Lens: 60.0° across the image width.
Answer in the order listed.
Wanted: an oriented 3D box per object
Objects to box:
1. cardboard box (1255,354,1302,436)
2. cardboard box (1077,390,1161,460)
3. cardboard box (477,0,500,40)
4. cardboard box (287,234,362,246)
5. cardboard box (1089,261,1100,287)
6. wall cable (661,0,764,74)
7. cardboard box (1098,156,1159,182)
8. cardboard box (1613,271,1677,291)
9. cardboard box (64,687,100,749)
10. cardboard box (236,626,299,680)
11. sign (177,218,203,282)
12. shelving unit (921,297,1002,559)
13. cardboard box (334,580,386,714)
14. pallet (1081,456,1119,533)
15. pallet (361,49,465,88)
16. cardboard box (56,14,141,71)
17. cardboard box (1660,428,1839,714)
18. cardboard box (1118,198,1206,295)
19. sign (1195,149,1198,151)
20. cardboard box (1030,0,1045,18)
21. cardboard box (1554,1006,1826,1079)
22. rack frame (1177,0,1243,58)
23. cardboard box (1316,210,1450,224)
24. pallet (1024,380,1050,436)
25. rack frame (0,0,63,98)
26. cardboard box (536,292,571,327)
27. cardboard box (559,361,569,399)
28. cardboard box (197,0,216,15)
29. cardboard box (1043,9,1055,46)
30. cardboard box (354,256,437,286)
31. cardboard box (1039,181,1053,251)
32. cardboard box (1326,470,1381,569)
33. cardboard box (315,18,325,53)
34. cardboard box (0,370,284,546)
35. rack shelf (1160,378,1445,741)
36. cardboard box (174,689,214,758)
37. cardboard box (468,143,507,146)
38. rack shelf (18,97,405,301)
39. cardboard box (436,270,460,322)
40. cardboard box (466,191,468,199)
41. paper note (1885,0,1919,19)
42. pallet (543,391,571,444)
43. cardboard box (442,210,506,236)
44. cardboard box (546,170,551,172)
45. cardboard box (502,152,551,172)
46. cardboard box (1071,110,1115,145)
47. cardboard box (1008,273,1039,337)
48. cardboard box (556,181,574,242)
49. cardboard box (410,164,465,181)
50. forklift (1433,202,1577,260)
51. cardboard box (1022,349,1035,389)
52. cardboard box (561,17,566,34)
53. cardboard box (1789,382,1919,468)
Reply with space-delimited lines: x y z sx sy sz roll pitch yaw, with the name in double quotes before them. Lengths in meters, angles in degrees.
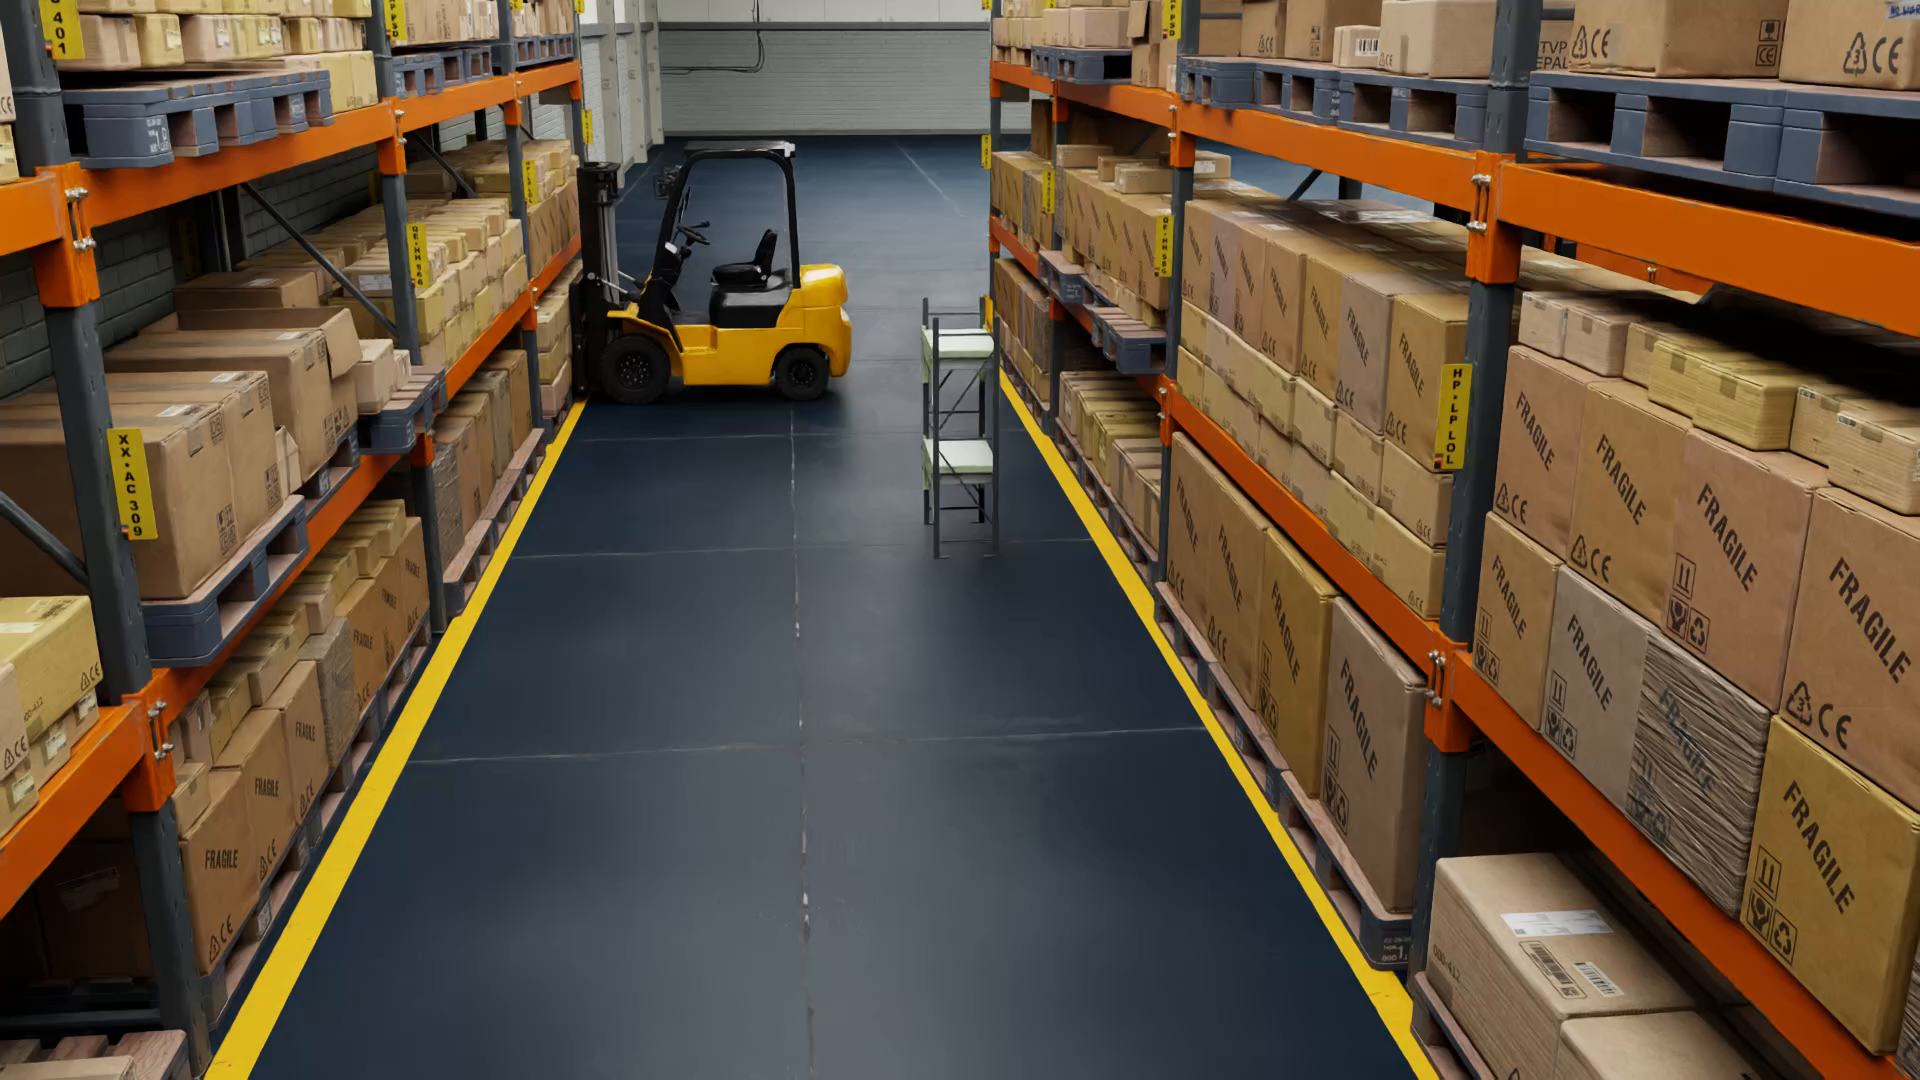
"cardboard box" 1.567 -0.625 7.077 0.500 0.250 0.500 -1 17 -5
"cardboard box" 1.351 -0.839 12.029 0.950 0.372 0.625 -1 17 -2
"cardboard box" -3.403 -3.537 11.209 0.500 0.311 0.500 -2 18 -7
"cardboard box" -3.799 -1.741 9.966 0.380 0.149 0.250 -2 18 -7
"cardboard box" 1.067 -1.780 11.057 0.380 0.149 0.250 -1 17 -4
"wall cable" -7.040 -14.302 46.395 3.097 2.526 0.112 -2 18 -6
"cardboard box" 1.128 -2.491 11.156 0.380 0.149 0.250 -1 17 -3
"cardboard box" 6.135 -1.822 14.320 0.875 0.875 0.875 -2 17 -5
"cardboard box" -2.610 0.482 4.554 0.380 0.149 0.250 -2 17 -5
"cardboard box" -2.864 0.455 6.608 0.380 0.149 0.250 -1 17 -4
"sign" -3.859 -1.451 8.359 0.100 0.325 0.005 -2 18 -6
"shelving unit" -0.001 -0.718 10.459 0.431 1.500 0.755 -2 18 -6
"cardboard box" -2.952 0.500 7.549 0.500 0.500 0.500 -1 17 -3
"pallet" 1.428 -0.336 11.396 1.003 0.211 1.213 -2 18 -6
"pallet" -3.584 -2.790 9.865 1.003 0.211 1.213 -1 17 -3
"cardboard box" -2.530 -1.386 4.627 0.380 0.149 0.250 -2 17 -5
"cardboard box" 1.938 0.049 3.678 0.500 0.500 0.500 -1 17 -5
"cardboard box" 1.242 -1.742 9.853 0.500 0.500 0.500 -2 18 -7
"sign" 1.769 -2.834 12.762 0.100 0.325 0.005 -2 18 -6
"cardboard box" 0.769 -4.271 13.354 0.380 0.149 0.250 -1 17 -4
"cardboard box" 2.093 1.600 4.151 0.875 0.438 0.875 -2 18 -7
"rack frame" 1.630 -3.934 8.183 1.000 3.000 0.127 -2 18 -6
"cardboard box" 2.004 -1.298 7.966 0.500 0.500 0.500 -1 17 -5
"pallet" 1.113 -1.132 13.929 1.003 0.211 1.213 -2 18 -6
"rack frame" -2.895 -2.587 3.895 1.000 3.000 0.127 -2 18 -6
"cardboard box" -3.563 -1.928 14.032 0.500 0.250 0.500 -1 17 -4
"cardboard box" -3.508 -1.302 13.707 0.500 0.250 0.500 -2 18 -7
"cardboard box" -2.624 -1.759 5.319 0.380 0.149 0.250 -2 18 -7
"cardboard box" 0.879 -3.637 11.794 0.500 0.250 0.500 -2 18 -7
"cardboard box" -3.076 -1.458 9.062 0.380 0.149 0.250 -1 17 -4
"cardboard box" 0.924 -2.577 13.215 0.500 0.500 0.500 -2 18 -7
"cardboard box" 1.694 -0.086 6.192 0.500 0.250 0.500 -2 18 -6
"cardboard box" -3.022 -2.212 7.291 0.380 0.149 0.250 -1 17 -4
"cardboard box" -2.775 -0.279 5.688 0.700 0.500 0.500 -2 17 -5
"rack shelf" 1.836 -0.132 7.291 1.077 0.370 4.000 -2 18 -6
"cardboard box" -2.741 0.625 5.572 0.380 0.149 0.250 -3 18 -8
"cardboard box" -4.275 -3.536 15.184 0.380 0.149 0.250 -1 17 -5
"rack shelf" -3.101 -1.409 6.350 1.077 0.370 4.000 -2 18 -6
"cardboard box" -3.160 -1.373 9.458 0.500 0.250 0.500 -1 17 -4
"cardboard box" -4.153 -2.782 13.282 0.380 0.149 0.250 -2 18 -5
"paper note" 1.659 -0.929 2.913 0.006 0.032 0.123 -2 18 -6
"pallet" -3.760 -1.016 13.562 1.003 0.211 1.213 -2 18 -6
"cardboard box" -3.287 -2.146 11.254 0.380 0.149 0.250 -2 18 -7
"cardboard box" -3.725 -3.104 14.307 0.380 0.149 0.250 -2 18 -6
"cardboard box" -3.722 -3.242 14.251 0.380 0.149 0.250 -2 17 -5
"cardboard box" 1.332 -3.371 14.073 0.700 0.500 0.500 -2 18 -7
"cardboard box" 0.718 -2.140 15.122 0.500 0.500 0.500 -1 17 -5
"cardboard box" -3.723 -2.902 14.746 0.500 0.500 0.500 -2 18 -7
"cardboard box" -4.078 -2.848 12.994 0.380 0.149 0.250 -2 18 -6
"forklift" 3.914 -1.620 10.943 3.031 2.935 1.130 -3 18 -10
"cardboard box" 0.824 -1.478 14.266 0.500 0.250 0.500 -2 18 -7
"cardboard box" -3.745 -4.622 14.936 0.380 0.149 0.250 -2 18 -7
"cardboard box" 1.998 -0.233 3.491 0.380 0.149 0.250 -2 18 -6
